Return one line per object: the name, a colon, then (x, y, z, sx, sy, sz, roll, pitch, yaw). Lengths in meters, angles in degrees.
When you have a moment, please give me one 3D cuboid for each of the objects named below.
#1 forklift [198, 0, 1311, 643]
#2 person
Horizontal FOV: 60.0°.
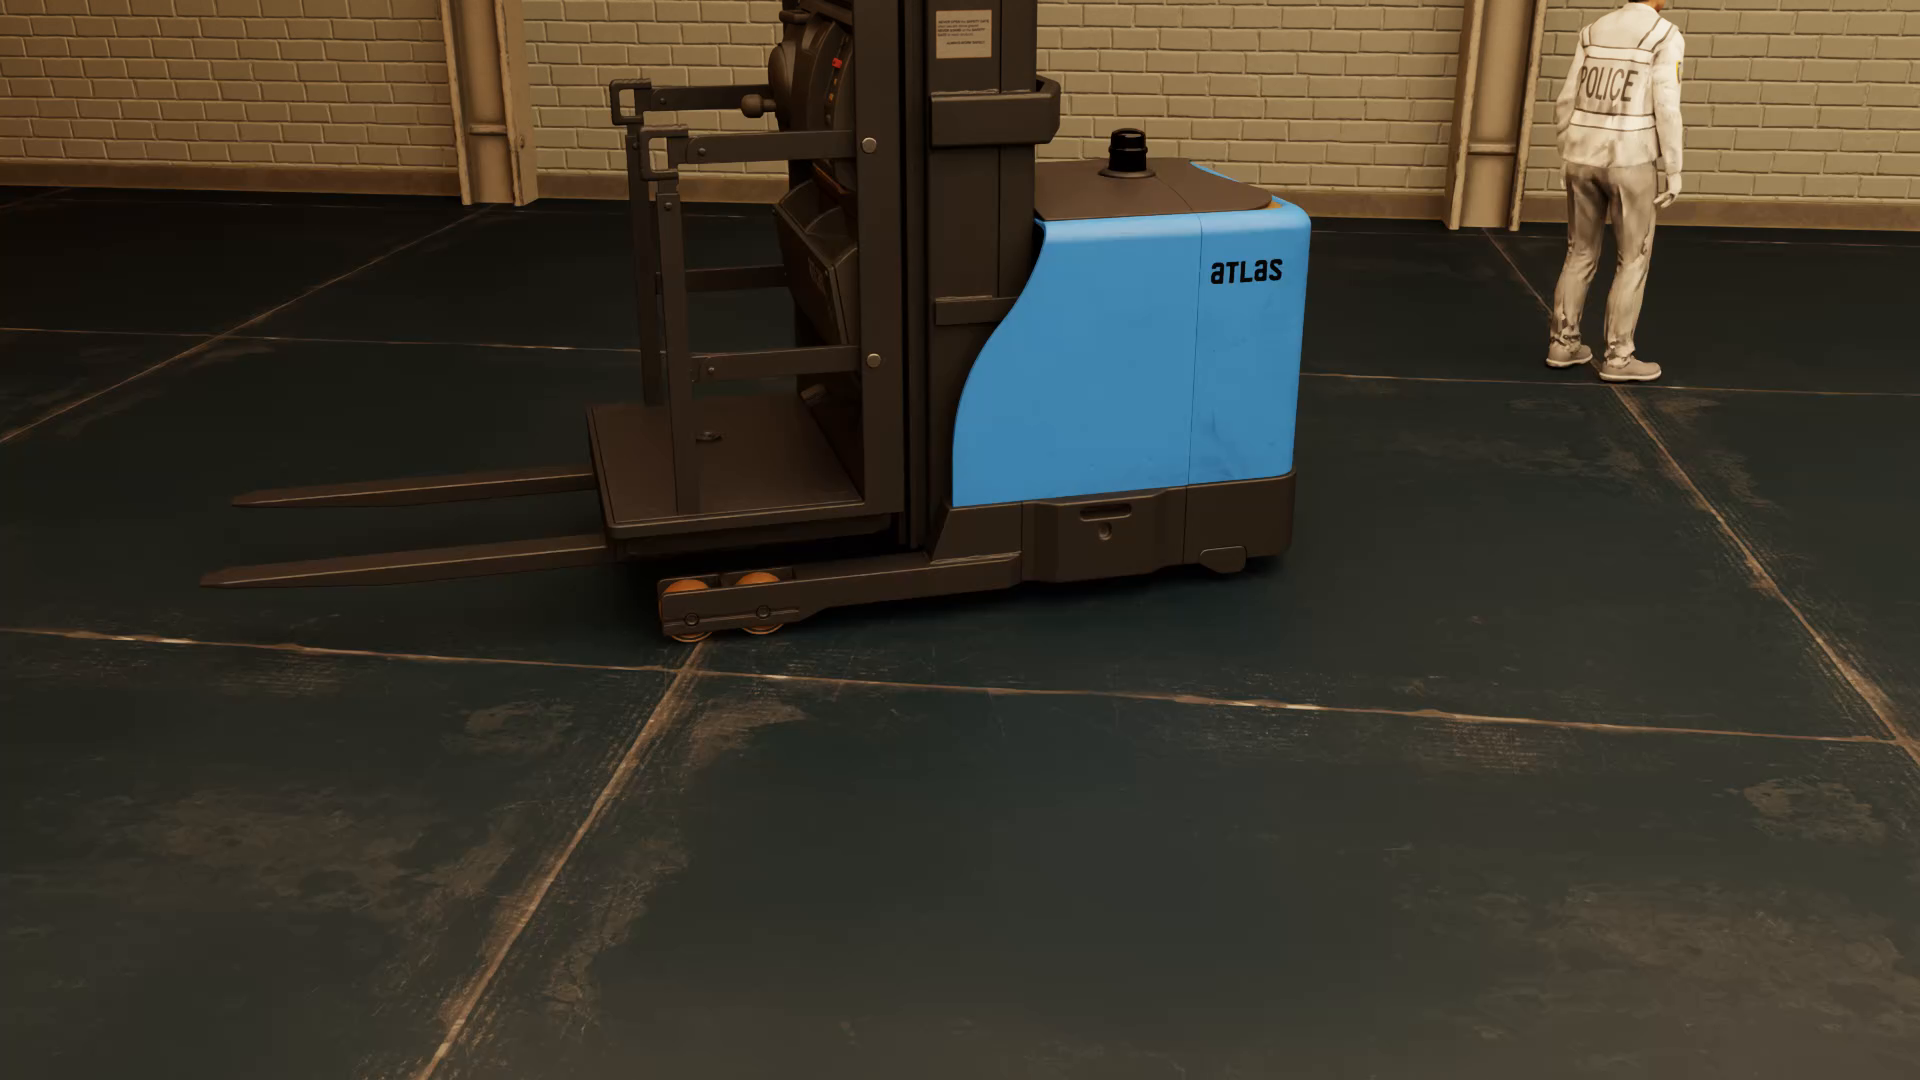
forklift: (-0.588, -1.301, 4.485, 3.031, 2.935, 1.130, -6, 23, -14)
person: (2.615, -1.485, 6.640, 0.374, 1.664, 0.541, -15, 27, -33)
